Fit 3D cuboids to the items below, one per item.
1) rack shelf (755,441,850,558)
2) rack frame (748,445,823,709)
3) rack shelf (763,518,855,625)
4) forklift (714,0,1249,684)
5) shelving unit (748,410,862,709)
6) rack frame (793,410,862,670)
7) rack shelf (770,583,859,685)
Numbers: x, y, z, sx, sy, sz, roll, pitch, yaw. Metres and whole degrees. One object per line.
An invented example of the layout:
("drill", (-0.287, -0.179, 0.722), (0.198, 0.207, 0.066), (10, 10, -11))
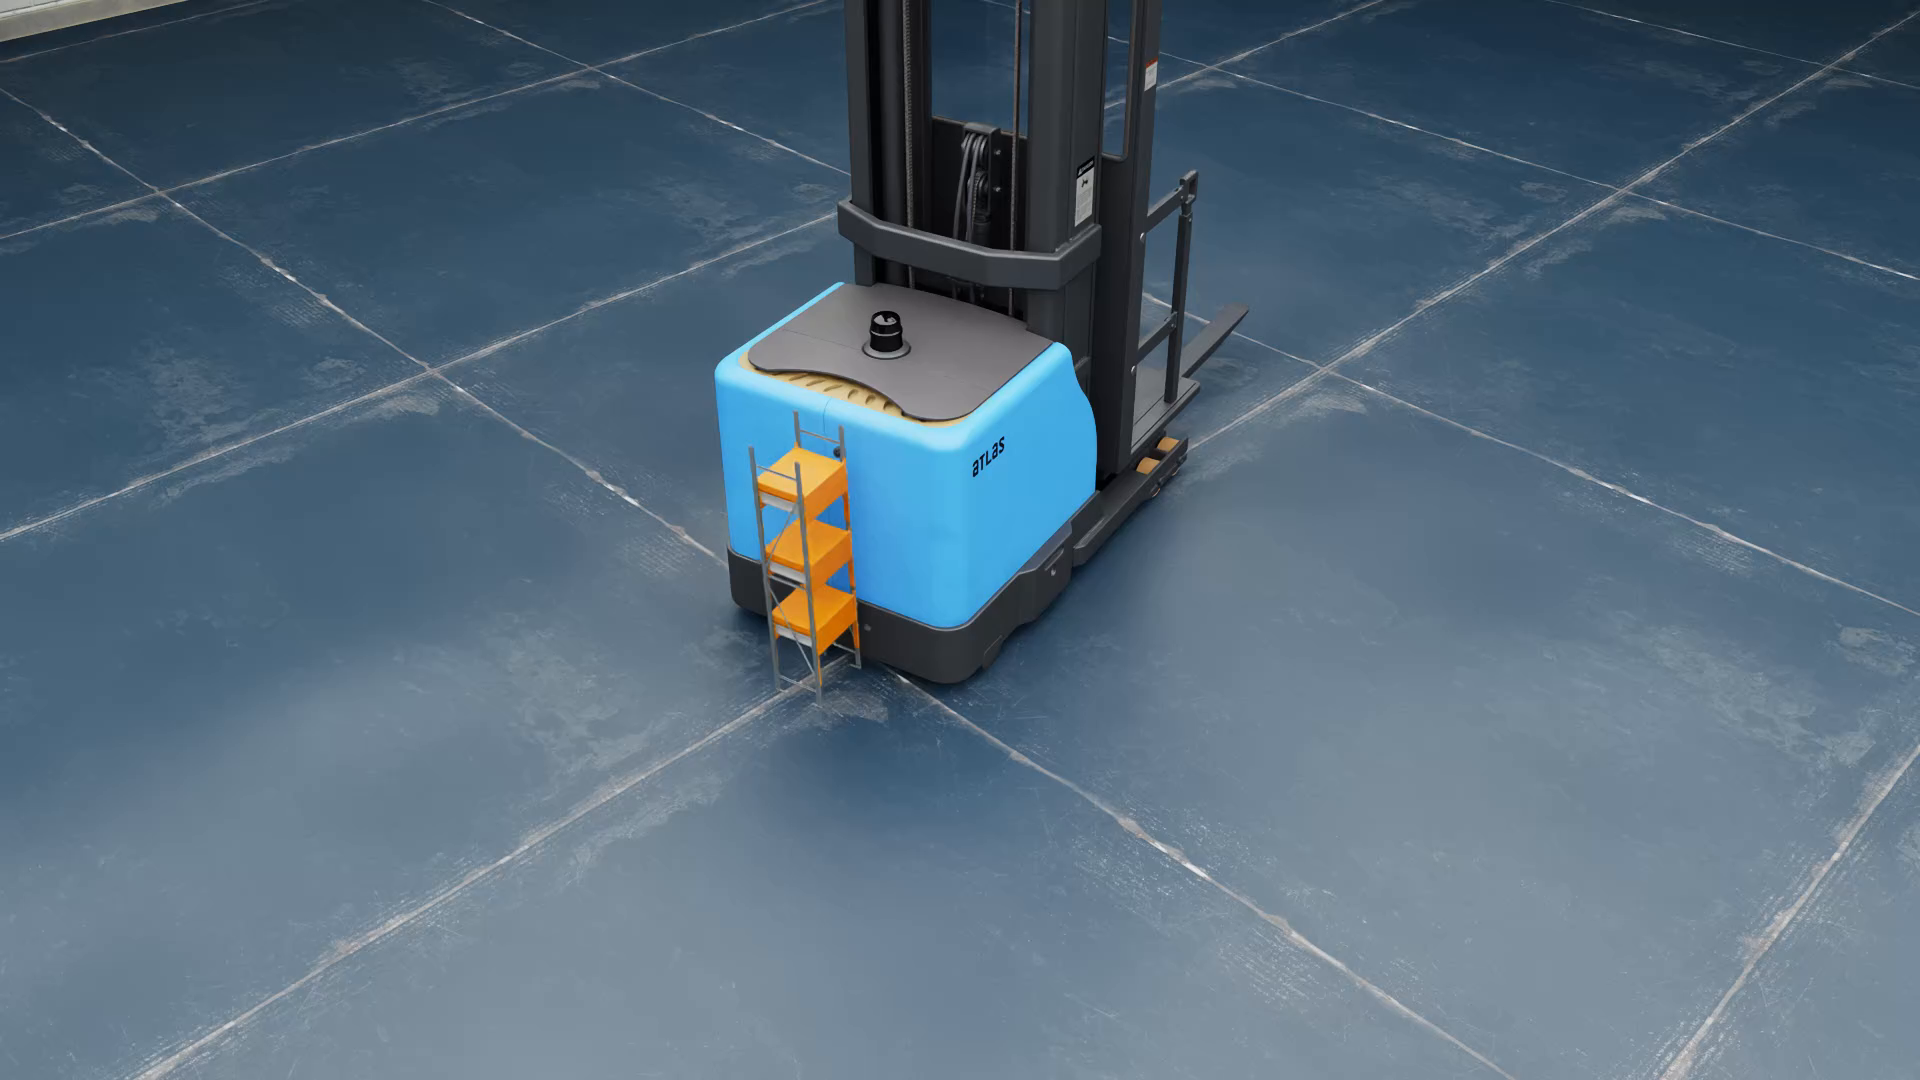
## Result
("rack shelf", (-0.526, -0.136, 5.541), (0.215, 0.259, 0.240), (19, 41, 25))
("rack frame", (-0.584, 0.147, 5.622), (0.200, 1.050, 0.008), (19, 41, 25))
("rack shelf", (-0.520, 0.092, 5.711), (0.215, 0.259, 0.240), (19, 41, 25))
("forklift", (0.322, -1.507, 6.349), (1.130, 2.935, 3.031), (19, 39, 25))
("shelving unit", (-0.520, 0.083, 5.705), (0.215, 1.050, 0.252), (19, 41, 25))
("rack frame", (-0.457, 0.020, 5.787), (0.200, 1.050, 0.008), (19, 41, 25))
("rack shelf", (-0.515, 0.314, 5.877), (0.215, 0.259, 0.240), (19, 41, 25))
